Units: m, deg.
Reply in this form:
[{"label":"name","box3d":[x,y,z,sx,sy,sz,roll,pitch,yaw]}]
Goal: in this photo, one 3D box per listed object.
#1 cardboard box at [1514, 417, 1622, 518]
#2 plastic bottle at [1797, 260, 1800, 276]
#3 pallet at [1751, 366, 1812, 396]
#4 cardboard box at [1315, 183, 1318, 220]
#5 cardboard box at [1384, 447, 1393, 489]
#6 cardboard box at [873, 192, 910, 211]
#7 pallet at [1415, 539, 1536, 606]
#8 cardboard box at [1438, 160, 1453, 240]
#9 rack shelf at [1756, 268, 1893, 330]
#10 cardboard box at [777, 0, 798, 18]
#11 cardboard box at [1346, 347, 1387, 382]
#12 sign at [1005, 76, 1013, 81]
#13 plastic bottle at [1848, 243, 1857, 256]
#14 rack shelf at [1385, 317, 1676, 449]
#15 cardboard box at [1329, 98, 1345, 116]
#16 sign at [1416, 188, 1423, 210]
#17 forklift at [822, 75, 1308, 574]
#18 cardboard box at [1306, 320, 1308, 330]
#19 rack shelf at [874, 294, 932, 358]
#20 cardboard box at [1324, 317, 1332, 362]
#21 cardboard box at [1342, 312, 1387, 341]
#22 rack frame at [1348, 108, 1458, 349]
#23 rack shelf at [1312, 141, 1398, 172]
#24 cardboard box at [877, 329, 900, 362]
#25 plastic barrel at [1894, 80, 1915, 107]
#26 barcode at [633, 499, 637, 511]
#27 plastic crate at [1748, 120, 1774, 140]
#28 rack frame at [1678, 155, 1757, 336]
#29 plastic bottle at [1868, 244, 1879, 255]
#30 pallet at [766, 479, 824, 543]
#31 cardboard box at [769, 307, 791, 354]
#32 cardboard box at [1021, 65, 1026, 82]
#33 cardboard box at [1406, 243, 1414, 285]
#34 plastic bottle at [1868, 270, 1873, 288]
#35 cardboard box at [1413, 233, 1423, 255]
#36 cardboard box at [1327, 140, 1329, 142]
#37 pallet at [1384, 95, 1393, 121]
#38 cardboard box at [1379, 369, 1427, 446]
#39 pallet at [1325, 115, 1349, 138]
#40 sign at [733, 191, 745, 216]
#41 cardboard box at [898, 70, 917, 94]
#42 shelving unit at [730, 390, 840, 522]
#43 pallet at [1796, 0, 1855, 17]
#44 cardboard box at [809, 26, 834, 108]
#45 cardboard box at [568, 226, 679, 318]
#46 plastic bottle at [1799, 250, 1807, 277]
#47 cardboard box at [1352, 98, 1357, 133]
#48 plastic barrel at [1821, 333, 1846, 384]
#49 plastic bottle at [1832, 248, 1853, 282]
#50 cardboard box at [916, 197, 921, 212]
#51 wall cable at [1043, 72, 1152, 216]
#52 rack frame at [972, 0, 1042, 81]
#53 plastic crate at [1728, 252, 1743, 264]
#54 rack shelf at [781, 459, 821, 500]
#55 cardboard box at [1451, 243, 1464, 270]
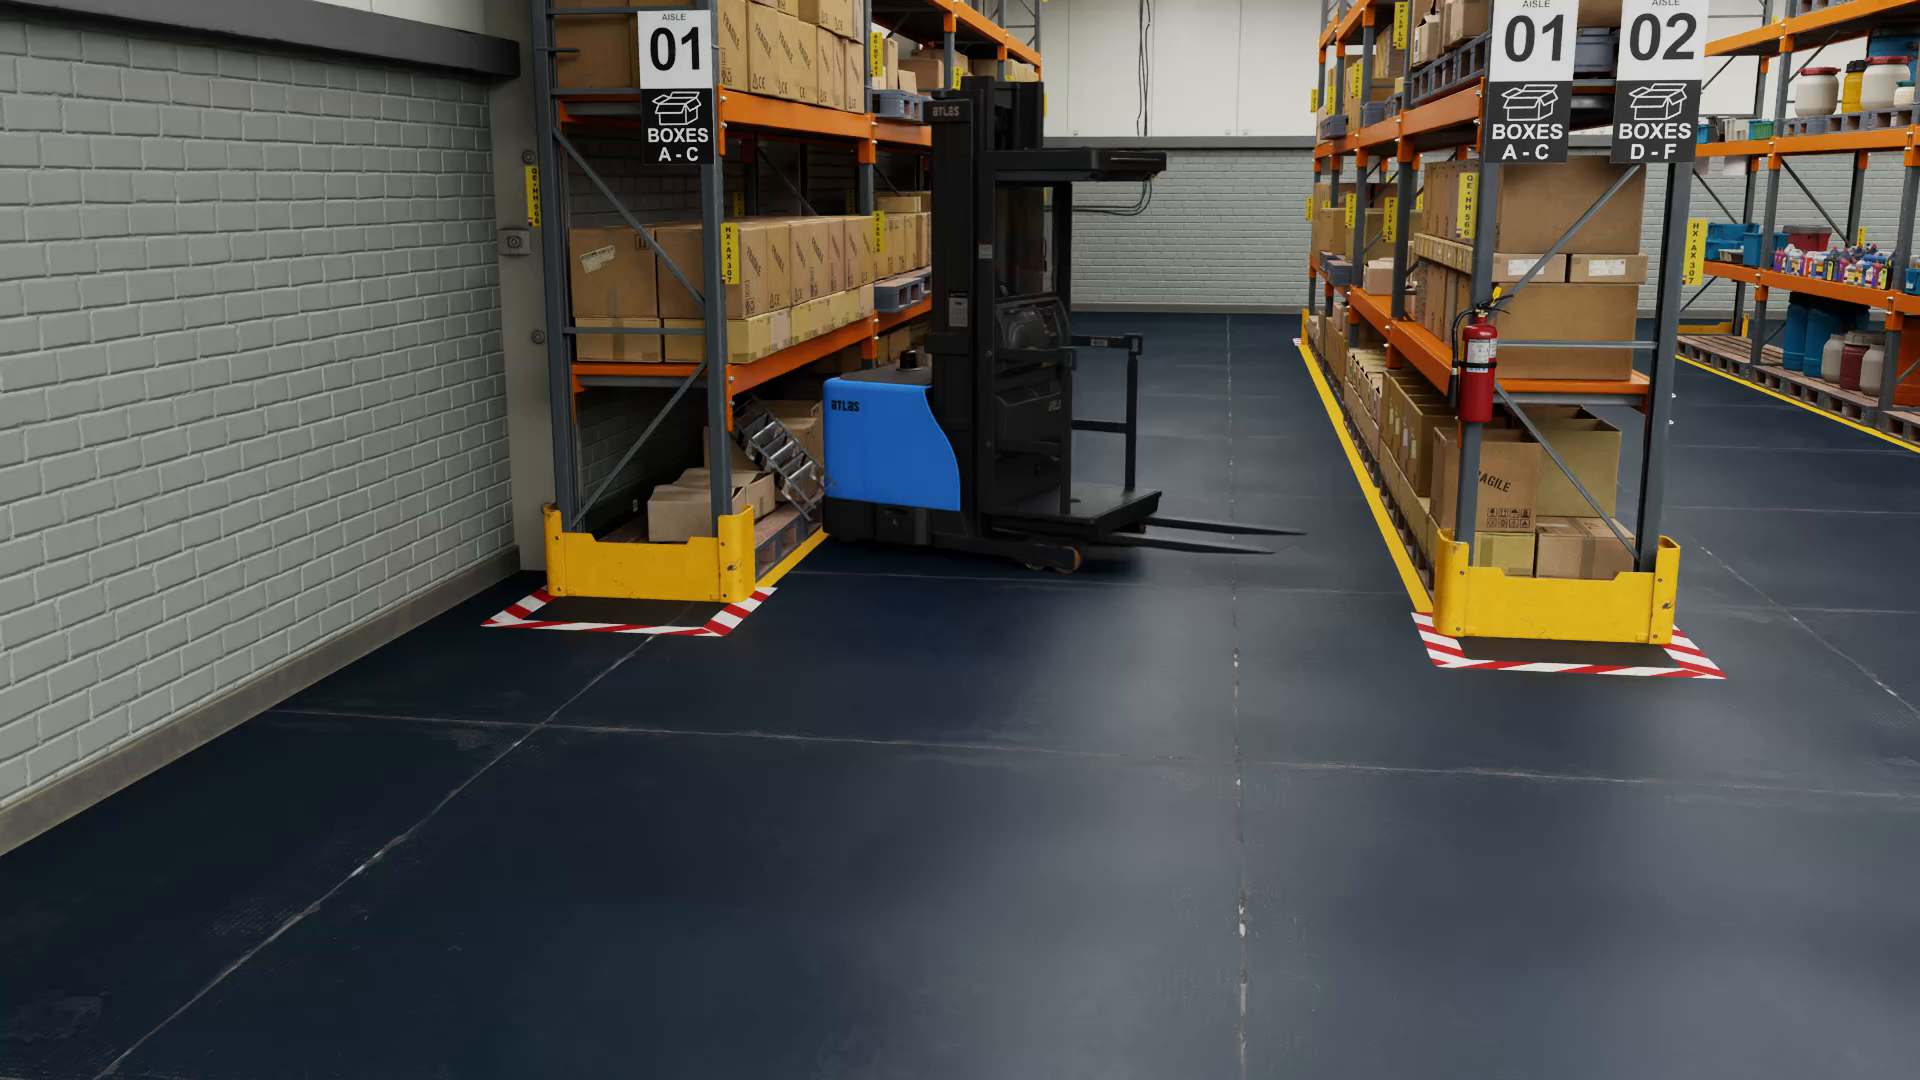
[{"label":"cardboard box","box3d":[3.483,-0.426,9.600,0.500,0.500,0.500,2,12,9]},{"label":"plastic bottle","box3d":[9.267,-3.005,18.290,0.097,0.201,0.097,0,12,0]},{"label":"pallet","box3d":[9.685,-1.804,18.863,1.003,0.211,1.213,2,12,9]},{"label":"cardboard box","box3d":[5.165,-4.665,22.909,0.500,0.500,0.500,2,12,9]},{"label":"cardboard box","box3d":[3.268,-0.493,11.690,0.500,0.250,0.500,2,12,9]},{"label":"cardboard box","box3d":[-0.746,-3.488,17.288,0.500,0.250,0.500,2,12,10]},{"label":"pallet","box3d":[3.182,0.213,9.504,1.003,0.211,1.213,2,12,9]},{"label":"cardboard box","box3d":[3.505,-2.203,10.781,0.700,0.500,0.500,2,12,9]},{"label":"rack shelf","box3d":[9.538,-2.558,17.452,1.077,0.370,4.000,2,12,9]},{"label":"cardboard box","box3d":[-1.295,-3.445,10.082,0.500,0.500,0.500,2,12,10]},{"label":"cardboard box","box3d":[3.965,-1.691,15.918,0.500,0.311,0.500,2,12,11]},{"label":"sign","box3d":[0.594,-5.505,20.322,0.100,0.325,0.005,2,12,9]},{"label":"plastic bottle","box3d":[9.885,-3.105,18.398,0.144,0.351,0.185,2,12,9]},{"label":"rack shelf","box3d":[3.413,-1.054,10.473,1.077,0.370,4.000,2,12,9]},{"label":"cardboard box","box3d":[4.758,-5.235,20.214,0.500,0.250,0.500,2,12,9]},{"label":"sign","box3d":[5.500,-4.036,19.855,0.100,0.325,0.005,2,12,9]},{"label":"forklift","box3d":[0.639,-1.355,10.324,3.031,2.935,1.130,7,14,28]},{"label":"cardboard box","box3d":[5.163,-3.066,23.822,0.380,0.149,0.250,2,12,9]},{"label":"rack shelf","box3d":[-0.867,-2.047,15.078,1.077,0.370,4.000,2,12,9]},{"label":"cardboard box","box3d":[4.636,-2.388,19.843,0.500,0.500,0.500,1,12,6]},{"label":"cardboard box","box3d":[4.253,-2.229,17.325,0.500,0.250,0.500,2,12,11]},{"label":"rack frame","box3d":[4.336,-2.655,16.193,1.000,3.000,0.127,2,12,9]},{"label":"rack shelf","box3d":[5.259,-5.019,21.748,1.077,0.370,4.000,2,12,9]},{"label":"cardboard box","box3d":[-0.842,-1.799,15.330,0.500,0.250,0.500,2,12,8]},{"label":"plastic barrel","box3d":[9.250,-4.326,16.157,0.301,0.262,0.301,0,12,0]},{"label":"barcode","box3d":[-1.987,-0.212,10.175,0.001,0.075,0.075,2,12,9]},{"label":"plastic crate","box3d":[9.670,-4.911,19.937,0.416,0.233,0.300,2,12,9]},{"label":"rack frame","box3d":[10.460,-4.159,23.172,1.000,3.000,0.127,2,12,9]},{"label":"plastic bottle","box3d":[9.999,-3.062,18.198,0.144,0.351,0.185,2,12,9]},{"label":"pallet","box3d":[-1.428,-0.223,11.528,1.003,0.211,1.213,2,12,9]},{"label":"cardboard box","box3d":[-1.335,-1.286,10.148,0.500,0.250,0.500,1,12,7]},{"label":"cardboard box","box3d":[0.586,-6.011,21.986,0.500,0.500,0.500,2,12,9]},{"label":"cardboard box","box3d":[4.013,-2.244,14.051,0.500,0.500,0.500,2,12,9]},{"label":"plastic bottle","box3d":[8.942,-2.566,16.252,0.097,0.201,0.097,0,12,0]},{"label":"cardboard box","box3d":[3.488,-2.139,12.020,0.380,0.149,0.250,2,12,9]},{"label":"cardboard box","box3d":[4.851,-5.094,20.748,0.500,0.250,0.500,2,12,9]},{"label":"pallet","box3d":[4.151,-3.652,14.147,1.003,0.211,1.213,2,12,11]},{"label":"cardboard box","box3d":[3.340,-0.964,12.095,0.500,0.500,0.500,2,12,9]},{"label":"pallet","box3d":[4.625,-4.513,18.139,1.213,0.211,1.003,2,12,9]},{"label":"sign","box3d":[-1.723,-2.565,13.028,0.100,0.325,0.005,2,12,9]},{"label":"cardboard box","box3d":[-0.850,-4.074,15.367,0.797,0.503,0.637,4,13,17]},{"label":"shelving unit","box3d":[-1.179,-0.551,10.855,0.258,0.900,0.210,-40,-8,-25]},{"label":"pallet","box3d":[9.748,-5.798,17.934,1.003,0.211,1.213,2,12,9]},{"label":"cardboard box","box3d":[-1.146,-3.172,11.189,0.500,0.500,0.500,1,12,6]},{"label":"cardboard box","box3d":[-1.927,-1.557,9.629,0.500,0.500,0.500,2,12,8]},{"label":"plastic bottle","box3d":[9.231,-3.022,18.173,0.061,0.283,0.133,2,12,9]},{"label":"cardboard box","box3d":[4.448,-4.368,16.786,0.910,0.500,0.500,2,12,9]},{"label":"plastic barrel","box3d":[9.461,-1.941,17.787,0.421,0.512,0.421,0,12,0]},{"label":"plastic bottle","box3d":[9.112,-2.837,17.156,0.144,0.351,0.185,2,12,9]},{"label":"cardboard box","box3d":[-0.583,-3.323,16.471,0.380,0.149,0.250,0,12,1]},{"label":"wall cable","box3d":[1.894,-7.061,29.766,3.097,2.526,0.112,2,12,9]},{"label":"rack frame","box3d":[0.671,-7.413,24.030,1.000,3.000,0.127,2,12,9]},{"label":"plastic crate","box3d":[9.752,-3.463,20.453,0.437,0.125,0.590,2,12,9]},{"label":"rack shelf","box3d":[-1.034,-0.397,10.827,0.258,0.077,0.200,-40,-8,-25]},{"label":"cardboard box","box3d":[3.174,-1.711,10.035,0.380,0.149,0.250,2,12,10]}]
